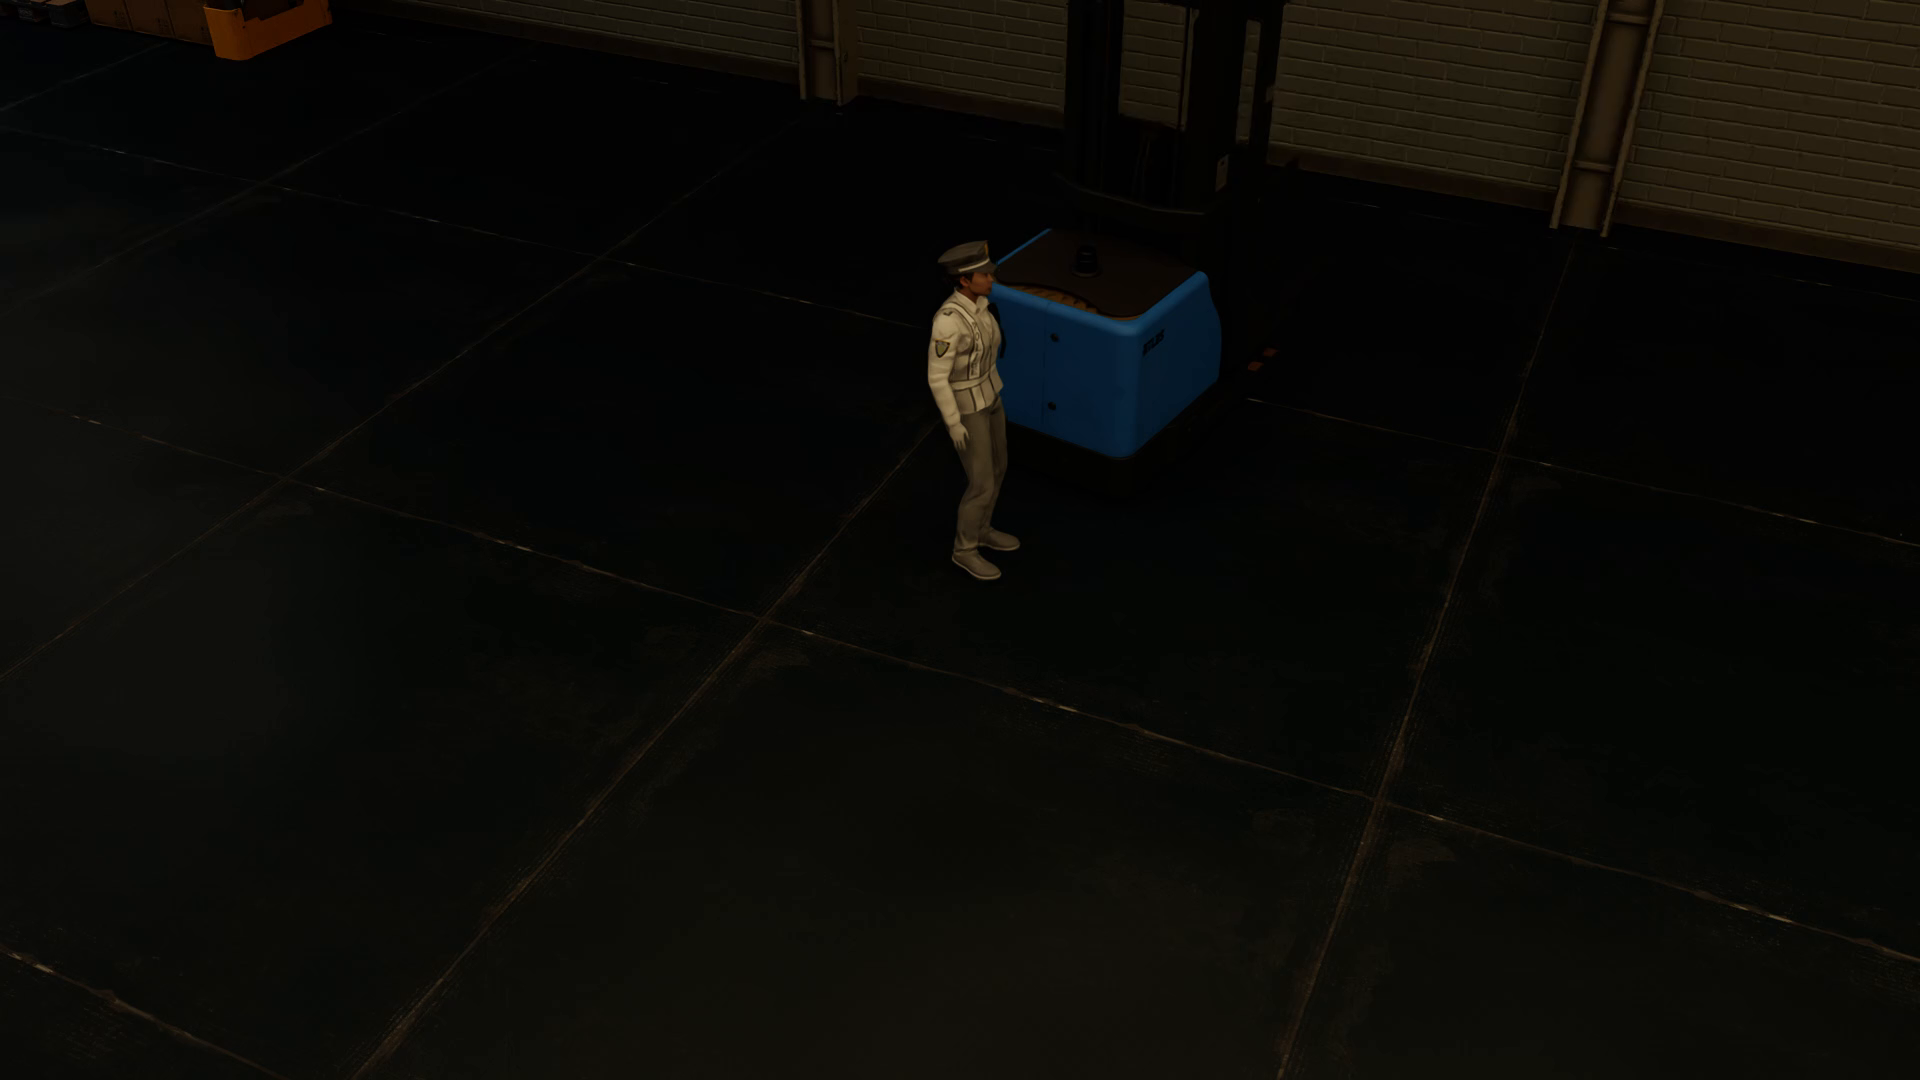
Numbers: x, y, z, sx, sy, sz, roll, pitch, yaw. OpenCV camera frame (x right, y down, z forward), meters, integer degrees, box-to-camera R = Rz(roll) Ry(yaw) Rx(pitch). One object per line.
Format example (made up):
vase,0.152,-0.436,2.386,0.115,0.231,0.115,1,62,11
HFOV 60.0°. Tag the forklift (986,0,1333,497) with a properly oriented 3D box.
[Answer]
forklift,1.289,-2.231,9.215,1.130,2.935,3.031,22,41,27

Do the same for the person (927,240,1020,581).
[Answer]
person,0.092,-0.660,8.103,0.438,1.672,0.636,13,38,18
